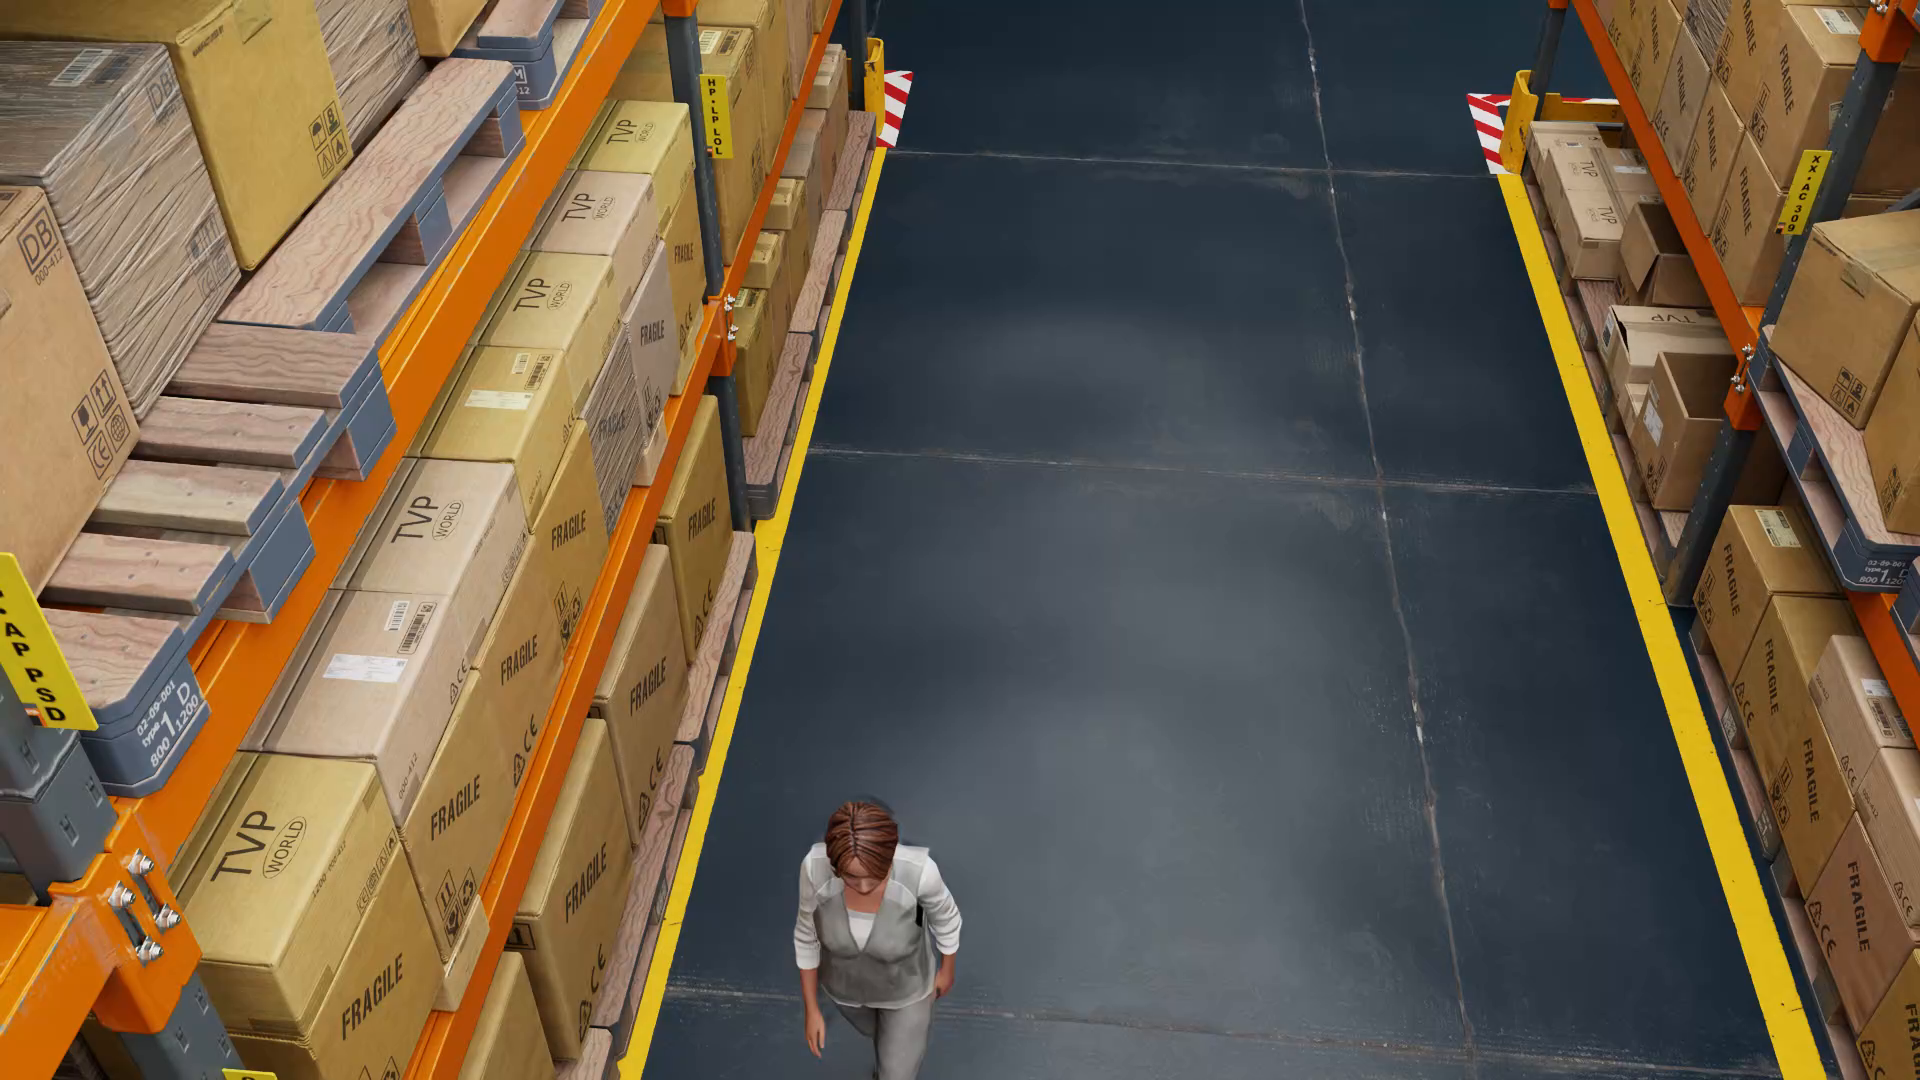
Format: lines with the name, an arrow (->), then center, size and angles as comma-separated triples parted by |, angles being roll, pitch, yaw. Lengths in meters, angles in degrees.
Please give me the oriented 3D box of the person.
person -> -0.216, 1.236, 4.760 | 0.440, 1.631, 0.565 | 8, 41, 10
